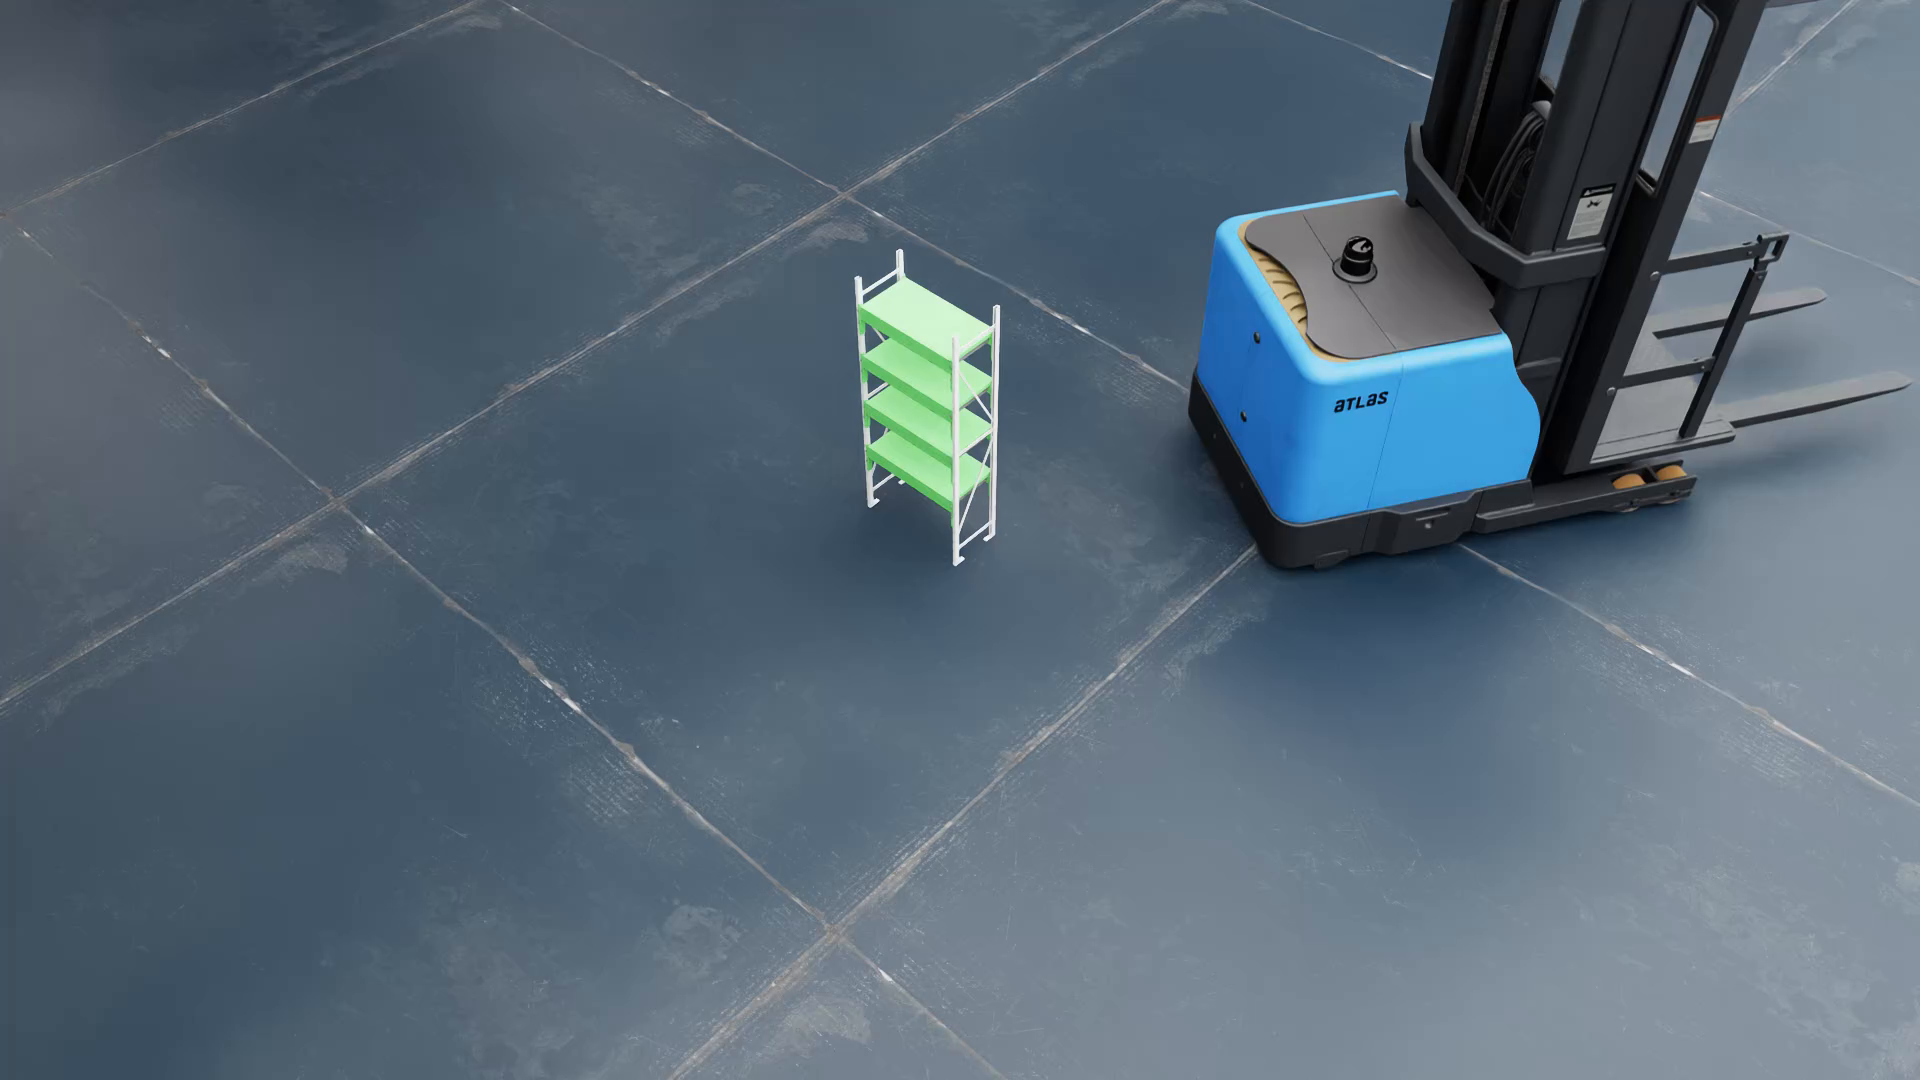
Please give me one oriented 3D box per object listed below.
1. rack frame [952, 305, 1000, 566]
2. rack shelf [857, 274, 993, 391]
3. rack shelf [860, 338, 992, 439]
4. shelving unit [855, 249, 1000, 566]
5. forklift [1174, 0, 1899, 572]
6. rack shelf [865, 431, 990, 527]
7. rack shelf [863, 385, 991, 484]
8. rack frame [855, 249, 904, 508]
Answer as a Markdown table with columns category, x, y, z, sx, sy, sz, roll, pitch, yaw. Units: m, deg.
| category | x | y | z | sx | sy | sz | roll | pitch | yaw |
| --- | --- | --- | --- | --- | --- | --- | --- | --- | --- |
| rack frame | 0.058 | -0.372 | 6.385 | 0.015 | 1.200 | 0.240 | 34 | 55 | 28 |
| rack shelf | -0.122 | -0.777 | 6.195 | 0.480 | 0.148 | 0.258 | 34 | 55 | 28 |
| rack shelf | -0.122 | -0.613 | 6.370 | 0.480 | 0.148 | 0.258 | 34 | 55 | 28 |
| shelving unit | -0.122 | -0.493 | 6.498 | 0.503 | 1.200 | 0.258 | 34 | 55 | 28 |
| forklift | 2.509 | -1.468 | 6.227 | 3.031 | 2.935 | 1.130 | -11 | 48 | -10 |
| rack shelf | -0.122 | -0.285 | 6.720 | 0.480 | 0.148 | 0.258 | 34 | 55 | 28 |
| rack shelf | -0.122 | -0.449 | 6.545 | 0.480 | 0.148 | 0.258 | 34 | 55 | 28 |
| rack frame | -0.301 | -0.613 | 6.611 | 0.015 | 1.200 | 0.240 | 34 | 55 | 28 |
